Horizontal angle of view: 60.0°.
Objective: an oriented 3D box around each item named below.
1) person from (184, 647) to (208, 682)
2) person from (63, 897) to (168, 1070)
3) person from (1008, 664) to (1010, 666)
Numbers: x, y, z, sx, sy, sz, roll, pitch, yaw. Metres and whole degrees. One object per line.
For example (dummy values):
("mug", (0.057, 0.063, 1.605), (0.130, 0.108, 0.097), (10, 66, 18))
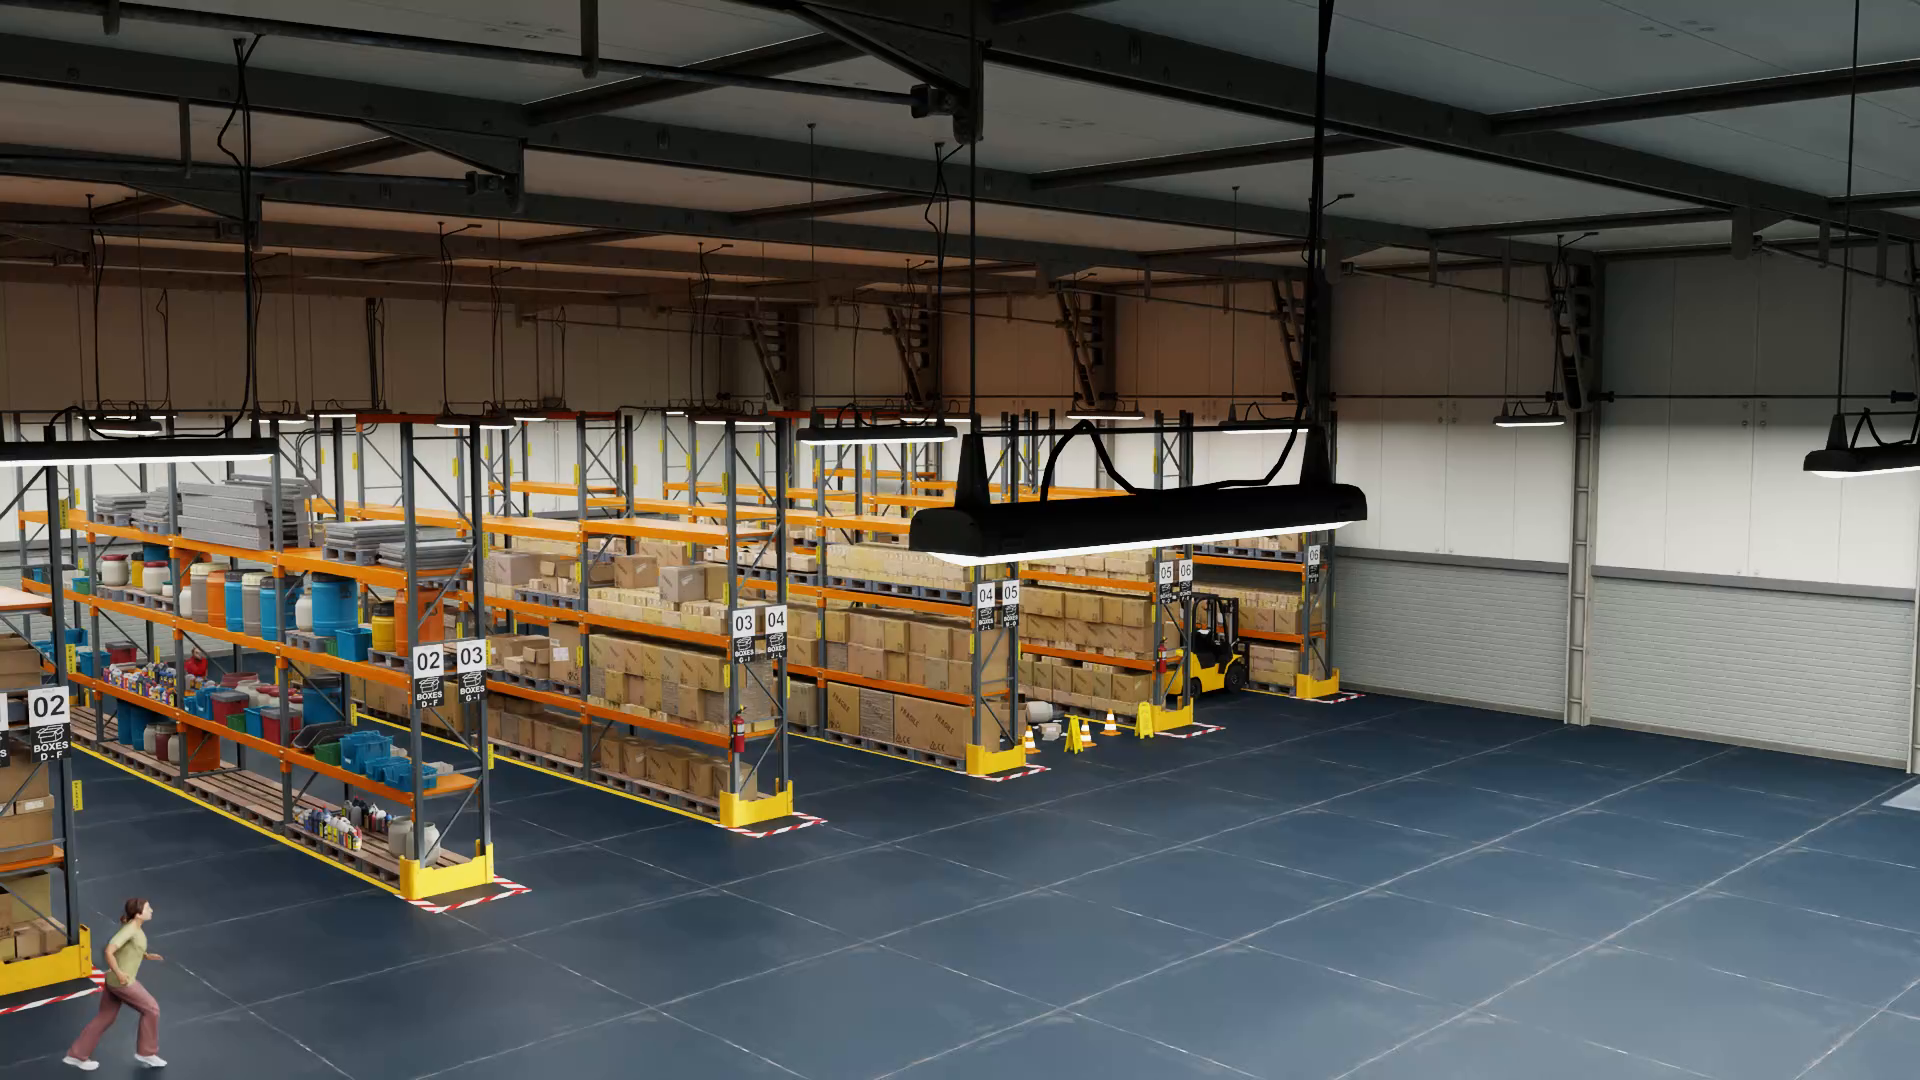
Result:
("person", (-14.418, 2.800, 31.381), (0.852, 1.614, 0.675), (3, 6, 30))
("person", (-7.910, 4.182, 15.521), (0.872, 1.669, 0.604), (-2, 6, -27))
("person", (0.844, 2.196, 37.316), (0.692, 1.788, 0.988), (-4, 7, -41))
